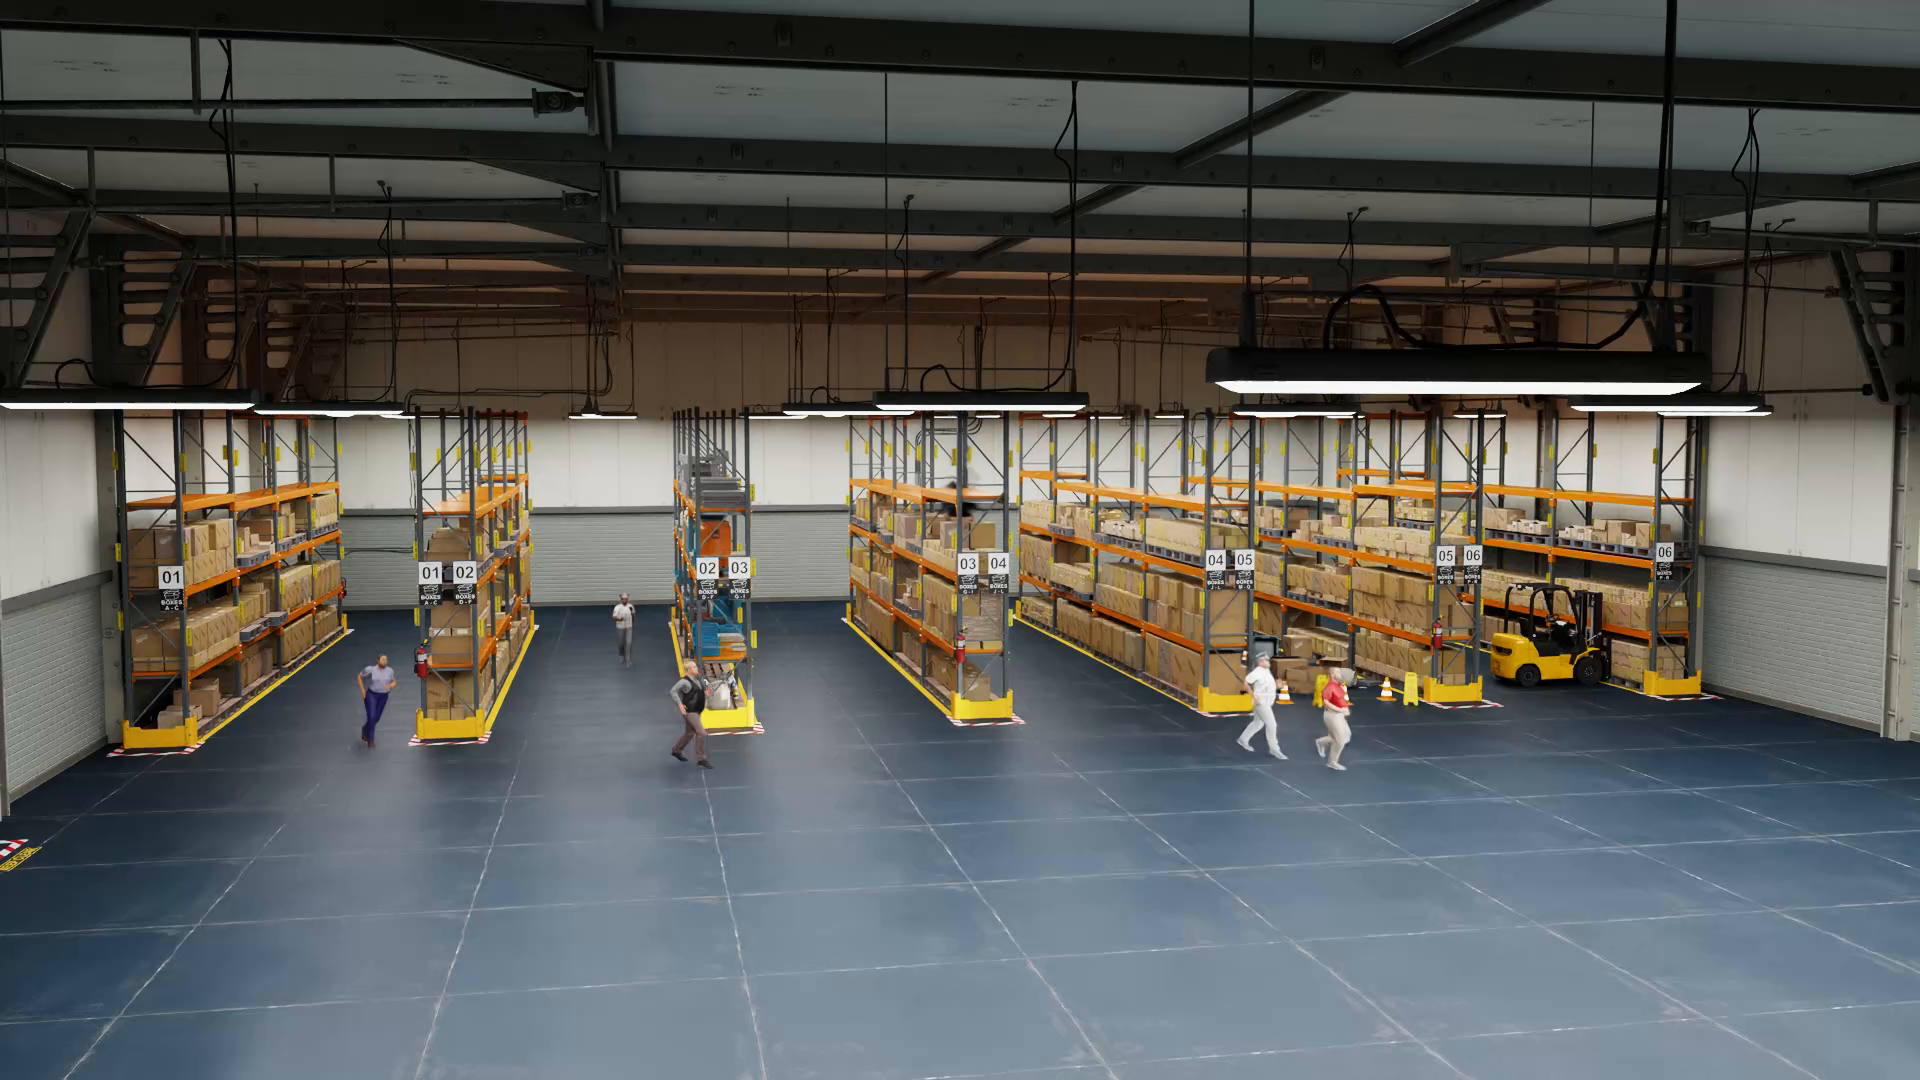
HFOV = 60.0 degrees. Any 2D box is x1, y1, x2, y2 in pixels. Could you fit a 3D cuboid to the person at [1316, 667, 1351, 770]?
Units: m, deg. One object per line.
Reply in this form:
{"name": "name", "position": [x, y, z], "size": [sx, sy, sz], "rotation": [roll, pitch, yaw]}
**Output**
{"name": "person", "position": [6.173, 2.936, 27.508], "size": [0.627, 1.693, 0.697], "rotation": [2, 5, 28]}

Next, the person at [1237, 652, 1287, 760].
{"name": "person", "position": [5.179, 2.802, 28.406], "size": [0.884, 1.812, 0.651], "rotation": [2, 4, 22]}

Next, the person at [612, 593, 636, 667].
{"name": "person", "position": [-7.860, 2.082, 39.016], "size": [0.578, 1.686, 0.870], "rotation": [-1, 4, -18]}

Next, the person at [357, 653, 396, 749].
{"name": "person", "position": [-10.347, 2.837, 29.542], "size": [0.636, 1.666, 0.854], "rotation": [-4, 5, -42]}

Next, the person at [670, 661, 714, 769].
{"name": "person", "position": [-4.447, 2.890, 27.572], "size": [0.836, 1.766, 0.635], "rotation": [1, 4, 15]}
